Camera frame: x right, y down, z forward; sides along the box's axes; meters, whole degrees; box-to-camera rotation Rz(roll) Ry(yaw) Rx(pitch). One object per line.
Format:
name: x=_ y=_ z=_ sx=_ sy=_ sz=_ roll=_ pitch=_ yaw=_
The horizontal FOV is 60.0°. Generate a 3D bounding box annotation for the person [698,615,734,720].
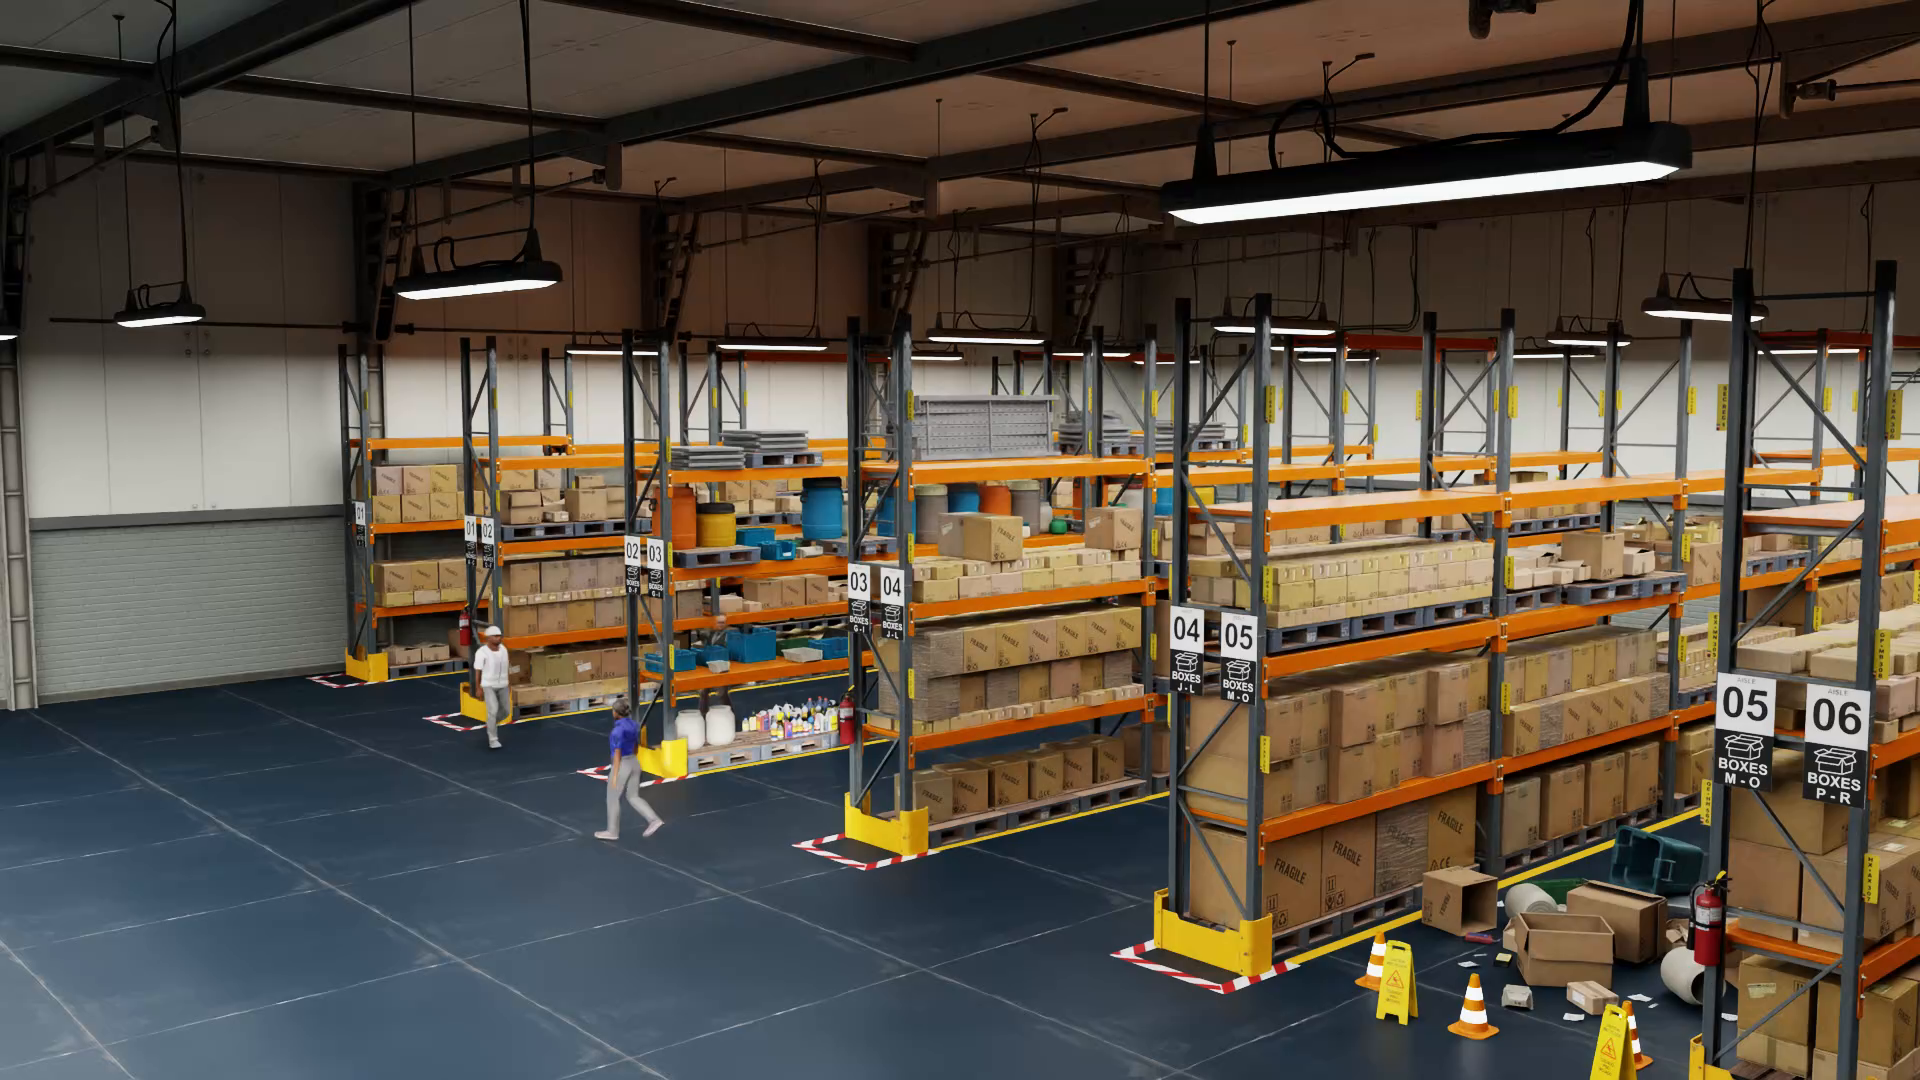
person: x=-3.809 y=2.035 z=25.651 sx=0.567 sy=1.723 sz=0.768 roll=2 pitch=6 yaw=24

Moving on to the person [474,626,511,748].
person: x=-6.816 y=2.115 z=24.178 sx=0.560 sy=1.753 sz=0.741 roll=-4 pitch=7 yaw=-41

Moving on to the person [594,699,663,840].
person: x=-3.816 y=2.640 z=19.106 sx=0.805 sy=1.632 sz=0.525 roll=2 pitch=6 yaw=25
